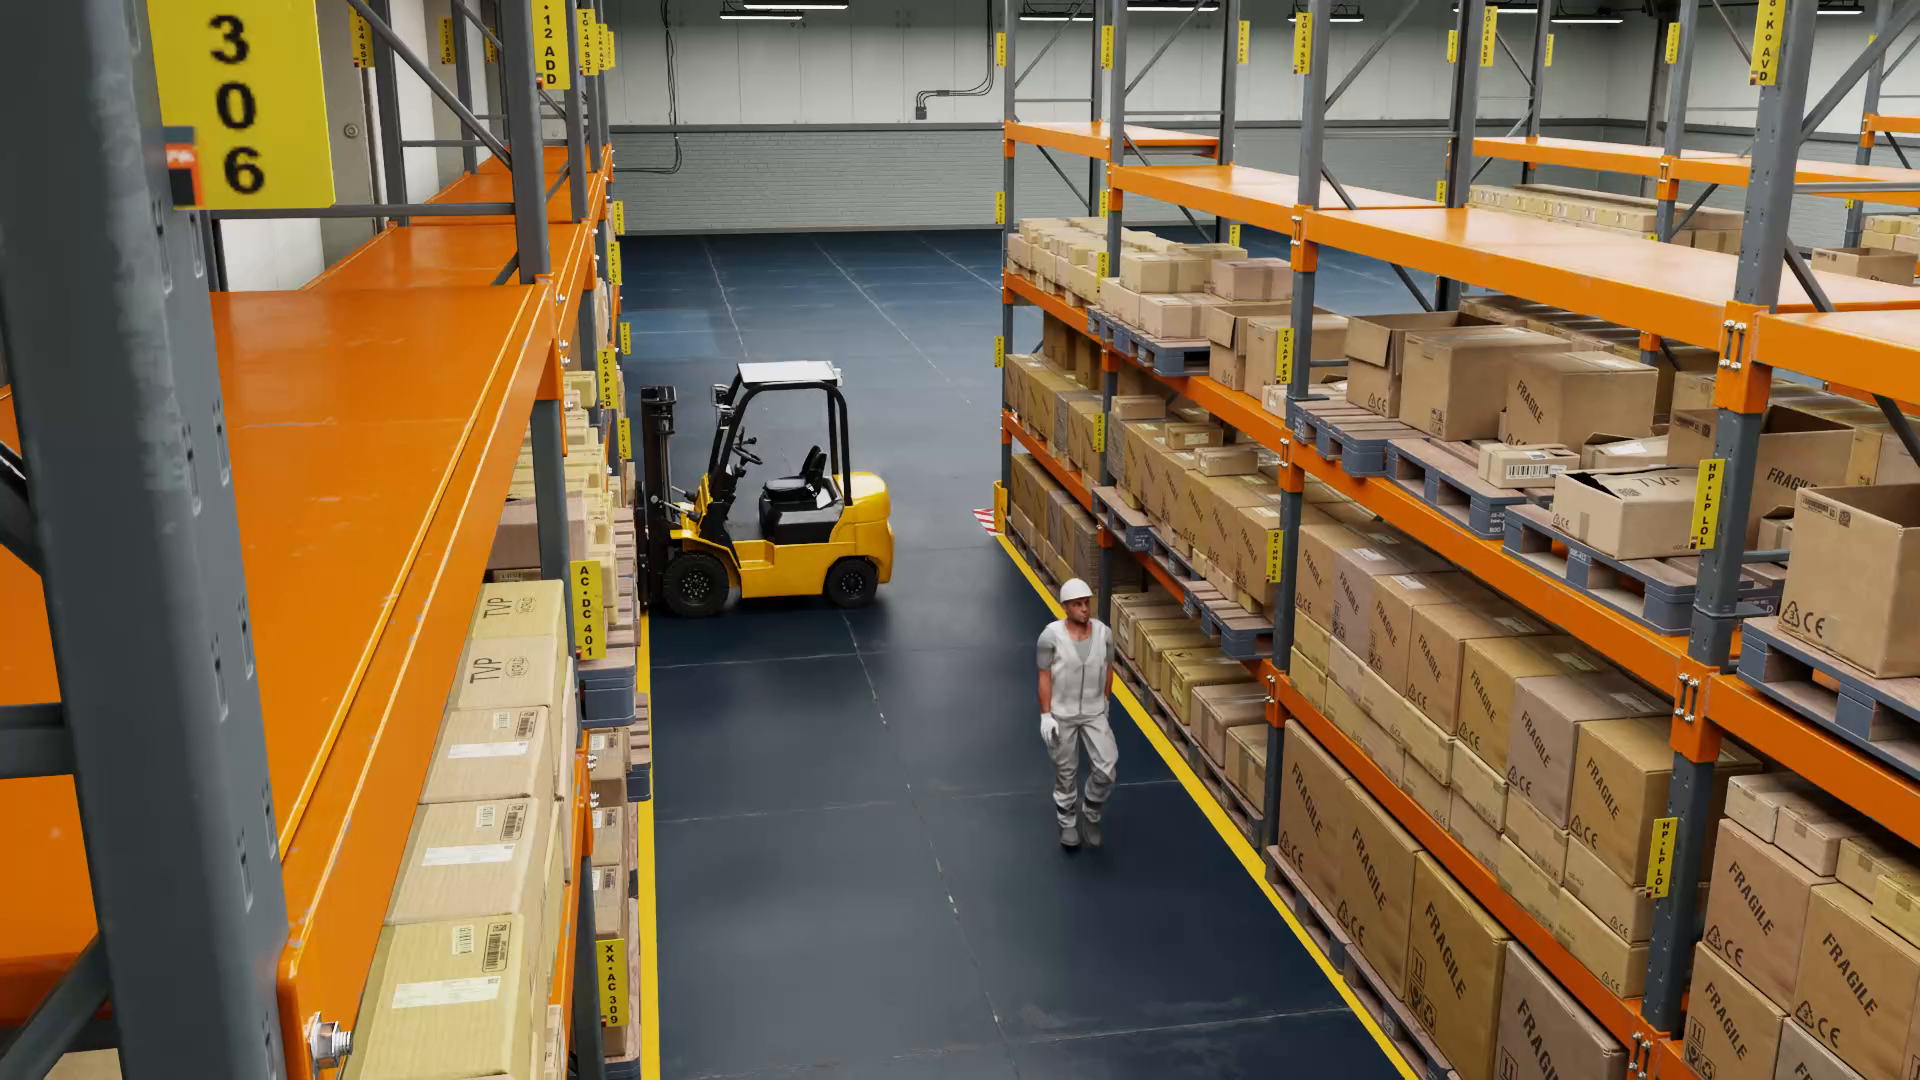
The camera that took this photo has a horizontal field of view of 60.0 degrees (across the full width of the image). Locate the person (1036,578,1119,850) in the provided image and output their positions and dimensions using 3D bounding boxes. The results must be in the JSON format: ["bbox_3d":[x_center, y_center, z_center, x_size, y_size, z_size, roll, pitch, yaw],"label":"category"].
[{"bbox_3d":[0.750,1.131,10.547,0.523,1.800,0.470,-2,16,-8],"label":"person"}]
